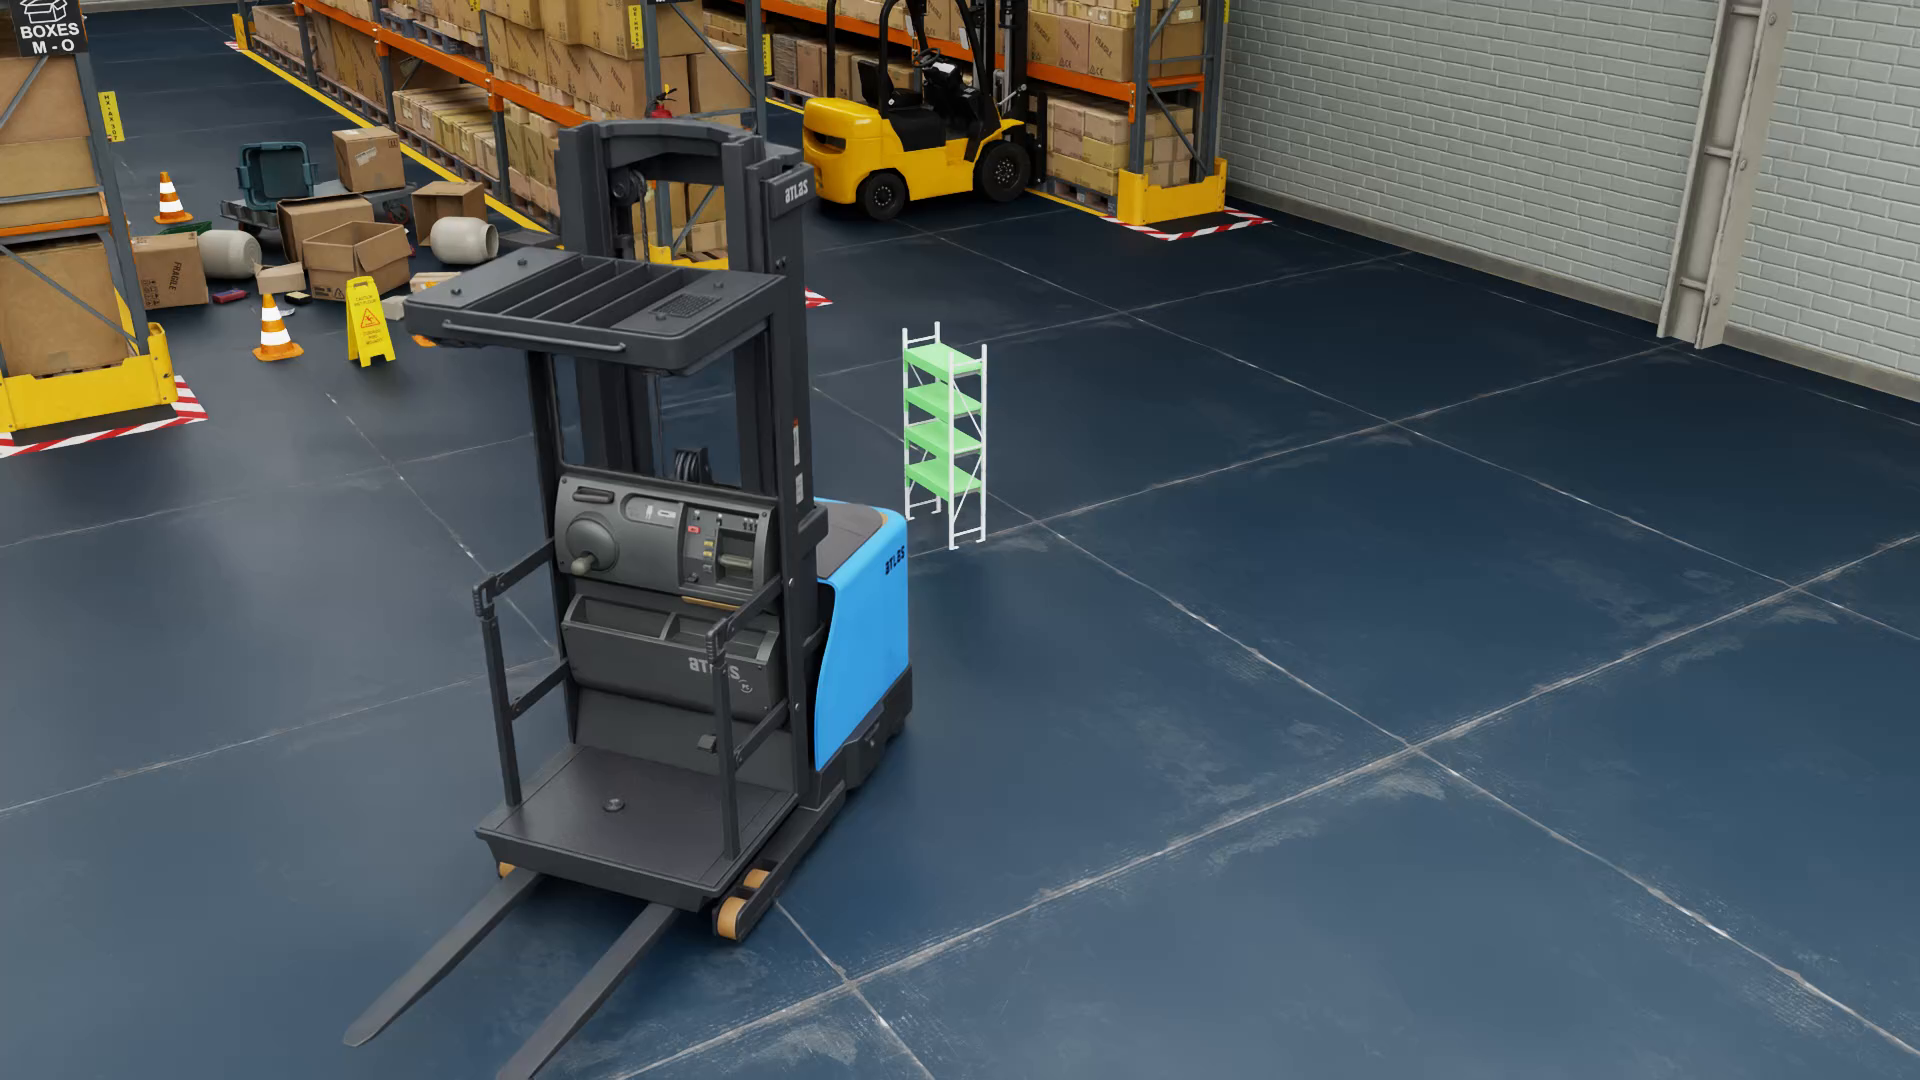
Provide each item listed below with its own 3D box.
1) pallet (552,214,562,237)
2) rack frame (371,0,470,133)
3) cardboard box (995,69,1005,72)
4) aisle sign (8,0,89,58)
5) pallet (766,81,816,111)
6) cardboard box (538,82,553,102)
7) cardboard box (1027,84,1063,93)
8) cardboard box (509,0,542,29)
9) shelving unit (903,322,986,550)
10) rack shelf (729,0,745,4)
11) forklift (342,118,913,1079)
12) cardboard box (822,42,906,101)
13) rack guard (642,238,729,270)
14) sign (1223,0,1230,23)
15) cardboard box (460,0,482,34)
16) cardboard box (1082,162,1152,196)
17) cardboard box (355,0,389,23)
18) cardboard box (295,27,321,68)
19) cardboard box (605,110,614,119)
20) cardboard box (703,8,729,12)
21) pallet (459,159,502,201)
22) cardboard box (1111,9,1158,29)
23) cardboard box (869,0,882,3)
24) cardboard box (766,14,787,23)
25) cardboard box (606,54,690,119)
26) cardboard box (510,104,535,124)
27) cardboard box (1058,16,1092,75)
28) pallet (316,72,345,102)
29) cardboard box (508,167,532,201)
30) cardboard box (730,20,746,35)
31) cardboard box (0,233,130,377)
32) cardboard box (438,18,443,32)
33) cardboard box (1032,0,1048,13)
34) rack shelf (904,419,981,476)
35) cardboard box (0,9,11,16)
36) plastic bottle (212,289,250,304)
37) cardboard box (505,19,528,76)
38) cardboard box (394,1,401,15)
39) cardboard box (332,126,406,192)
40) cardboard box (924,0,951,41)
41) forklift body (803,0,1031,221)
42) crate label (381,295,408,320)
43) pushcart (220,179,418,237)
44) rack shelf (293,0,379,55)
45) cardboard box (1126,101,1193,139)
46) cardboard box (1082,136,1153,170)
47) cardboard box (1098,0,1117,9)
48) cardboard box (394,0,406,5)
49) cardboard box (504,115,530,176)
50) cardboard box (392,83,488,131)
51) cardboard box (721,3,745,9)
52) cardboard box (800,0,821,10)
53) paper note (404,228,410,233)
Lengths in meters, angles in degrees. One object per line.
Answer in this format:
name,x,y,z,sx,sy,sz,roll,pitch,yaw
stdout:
pallet,-3.174,-2.969,15.791,1.003,0.211,1.213,-16,29,-30
rack frame,-6.424,-6.329,19.643,1.000,3.000,0.127,-16,29,-30
cardboard box,0.636,-5.147,18.696,0.500,0.250,0.500,-16,30,-30
aisle sign,-5.859,-3.498,10.601,0.394,0.787,0.004,-16,29,-30
pallet,-1.851,-5.923,22.049,1.003,0.211,1.213,-16,29,-30
cardboard box,-3.647,-4.138,15.295,0.380,0.149,0.250,-15,29,-29
cardboard box,0.749,-4.659,17.663,0.500,0.250,0.500,-16,30,-31
cardboard box,-3.670,-4.949,15.082,0.700,0.500,0.500,-16,30,-31
shelving unit,-0.090,-0.602,9.619,0.258,1.200,0.503,-16,29,-30
rack shelf,-3.359,-7.877,23.765,1.077,0.370,4.000,-16,29,-30
forklift,-1.232,0.026,6.261,1.130,2.935,3.031,9,27,19
cardboard box,-1.207,-5.904,21.033,0.875,0.625,0.625,-17,30,-32
rack guard,-2.098,-2.365,14.173,1.175,0.500,0.348,-16,29,-30
sign,2.568,-5.180,16.103,0.100,0.325,0.005,-16,29,-30
cardboard box,-4.685,-5.380,16.675,0.500,0.500,0.500,-16,30,-31
cardboard box,1.579,-3.667,16.733,0.500,0.250,0.500,-15,29,-29
cardboard box,-6.918,-6.382,19.930,0.500,0.250,0.500,-17,30,-31
cardboard box,-8.861,-7.041,23.660,0.875,0.438,0.875,-16,30,-30
cardboard box,-2.794,-3.600,14.155,0.380,0.149,0.250,-16,30,-30
cardboard box,-3.541,-7.538,23.881,0.380,0.149,0.250,-15,29,-29
pallet,-4.667,-3.916,17.797,1.003,0.211,1.213,-16,29,-30
cardboard box,1.676,-5.023,16.000,0.380,0.149,0.250,-15,29,-29
cardboard box,-0.853,-6.513,19.623,0.500,0.250,0.500,-16,30,-31
cardboard box,-2.616,-7.271,23.314,0.380,0.149,0.250,-15,29,-29
cardboard box,-2.584,-3.777,13.772,0.500,0.500,0.500,-16,30,-30
cardboard box,-4.127,-4.145,16.107,0.380,0.149,0.250,-15,29,-29
cardboard box,1.336,-4.974,16.655,0.500,0.500,0.500,-15,29,-28
pallet,-8.123,-6.240,22.722,1.003,0.211,1.213,-16,29,-30
cardboard box,-4.145,-3.571,16.530,0.500,0.250,0.500,-17,30,-32
cardboard box,-2.924,-7.048,22.843,0.380,0.149,0.250,-17,30,-32
cardboard box,-6.575,-1.734,11.907,0.875,0.875,0.875,-15,29,-29
cardboard box,-5.298,-5.463,17.610,0.380,0.149,0.250,-16,29,-30
cardboard box,0.955,-5.476,16.960,0.380,0.149,0.250,-15,29,-29
rack shelf,-0.090,-0.544,9.647,0.258,0.148,0.480,-16,29,-30
cardboard box,-7.583,-3.730,12.697,0.875,0.550,0.550,-16,29,-30
plastic bottle,-6.157,-2.068,14.058,0.133,0.061,0.283,18,31,33
cardboard box,-3.940,-4.682,15.688,0.500,0.500,0.500,-16,29,-30
cardboard box,-6.166,-6.028,18.808,0.380,0.149,0.250,-18,31,-33
cardboard box,-5.716,-3.685,16.083,0.500,0.500,0.500,-16,29,-30
cardboard box,-0.060,-5.882,18.579,0.500,0.500,0.500,-16,30,-31
forklift body,-0.464,-4.495,16.753,2.313,2.155,1.214,-16,29,-30
crate label,-4.598,-1.913,13.642,0.298,0.136,0.250,12,28,24
pushcart,-6.124,-3.163,16.009,0.936,0.377,1.648,18,31,33
rack shelf,-7.516,-6.719,21.312,1.077,0.370,4.000,-16,29,-30
cardboard box,1.996,-4.240,16.777,0.500,0.250,0.500,-16,30,-30
cardboard box,1.572,-3.900,16.640,0.500,0.250,0.500,-16,30,-30
cardboard box,1.567,-5.259,16.151,0.380,0.149,0.250,-15,29,-29
cardboard box,-6.082,-6.299,18.622,0.500,0.500,0.500,-14,29,-27
cardboard box,-4.145,-3.910,16.370,0.500,0.500,0.500,-14,29,-27
cardboard box,-6.124,-5.126,19.682,0.950,0.372,0.625,-18,31,-33
cardboard box,-3.266,-7.753,24.337,0.380,0.149,0.250,-15,29,-29
cardboard box,-1.672,-6.840,20.901,0.500,0.250,0.500,-17,30,-31
paper note,-5.381,-2.969,16.003,0.148,0.019,0.142,-16,29,-30
